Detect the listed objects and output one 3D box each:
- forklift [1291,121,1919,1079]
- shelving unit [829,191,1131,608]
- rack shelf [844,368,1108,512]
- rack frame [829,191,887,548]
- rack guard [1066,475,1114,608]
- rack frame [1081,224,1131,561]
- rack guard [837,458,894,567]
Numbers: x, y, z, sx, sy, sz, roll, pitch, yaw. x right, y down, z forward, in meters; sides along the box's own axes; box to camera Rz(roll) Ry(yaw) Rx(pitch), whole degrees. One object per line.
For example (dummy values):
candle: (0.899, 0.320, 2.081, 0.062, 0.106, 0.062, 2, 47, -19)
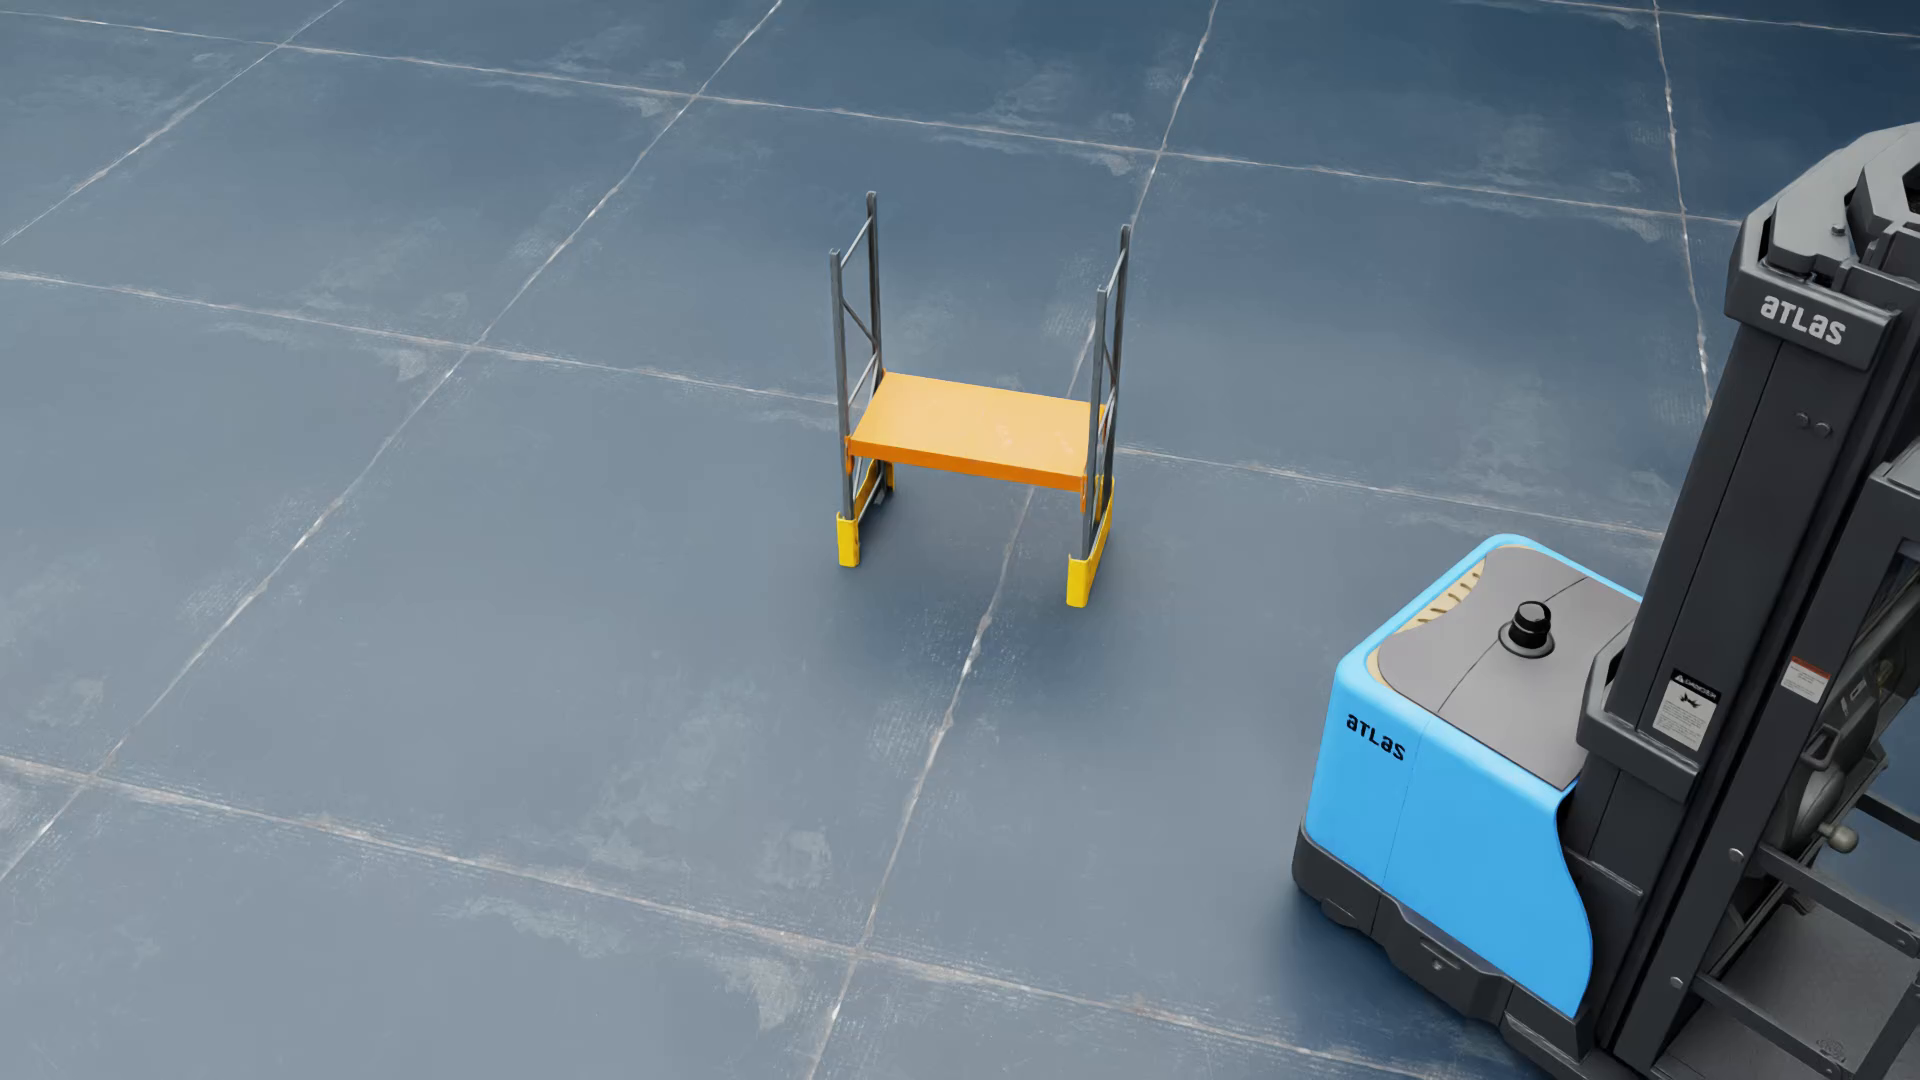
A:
forklift: (2.539, 0.547, 4.320, 1.130, 2.935, 3.031, -32, 50, -32)
shelving unit: (0.074, -0.562, 6.753, 1.083, 1.500, 0.587, 10, 41, 11)
rack shelf: (0.082, -0.422, 6.866, 1.000, 0.185, 0.538, 10, 41, 11)
rack frame: (-0.409, -0.645, 6.851, 0.032, 1.500, 0.500, 10, 41, 11)
rack guard: (0.555, 0.000, 7.056, 0.087, 0.250, 0.587, 10, 41, 11)
rack frame: (0.573, -0.476, 6.650, 0.032, 1.500, 0.500, 10, 41, 11)
rack guard: (-0.407, -0.166, 7.253, 0.087, 0.250, 0.587, 10, 41, 11)
